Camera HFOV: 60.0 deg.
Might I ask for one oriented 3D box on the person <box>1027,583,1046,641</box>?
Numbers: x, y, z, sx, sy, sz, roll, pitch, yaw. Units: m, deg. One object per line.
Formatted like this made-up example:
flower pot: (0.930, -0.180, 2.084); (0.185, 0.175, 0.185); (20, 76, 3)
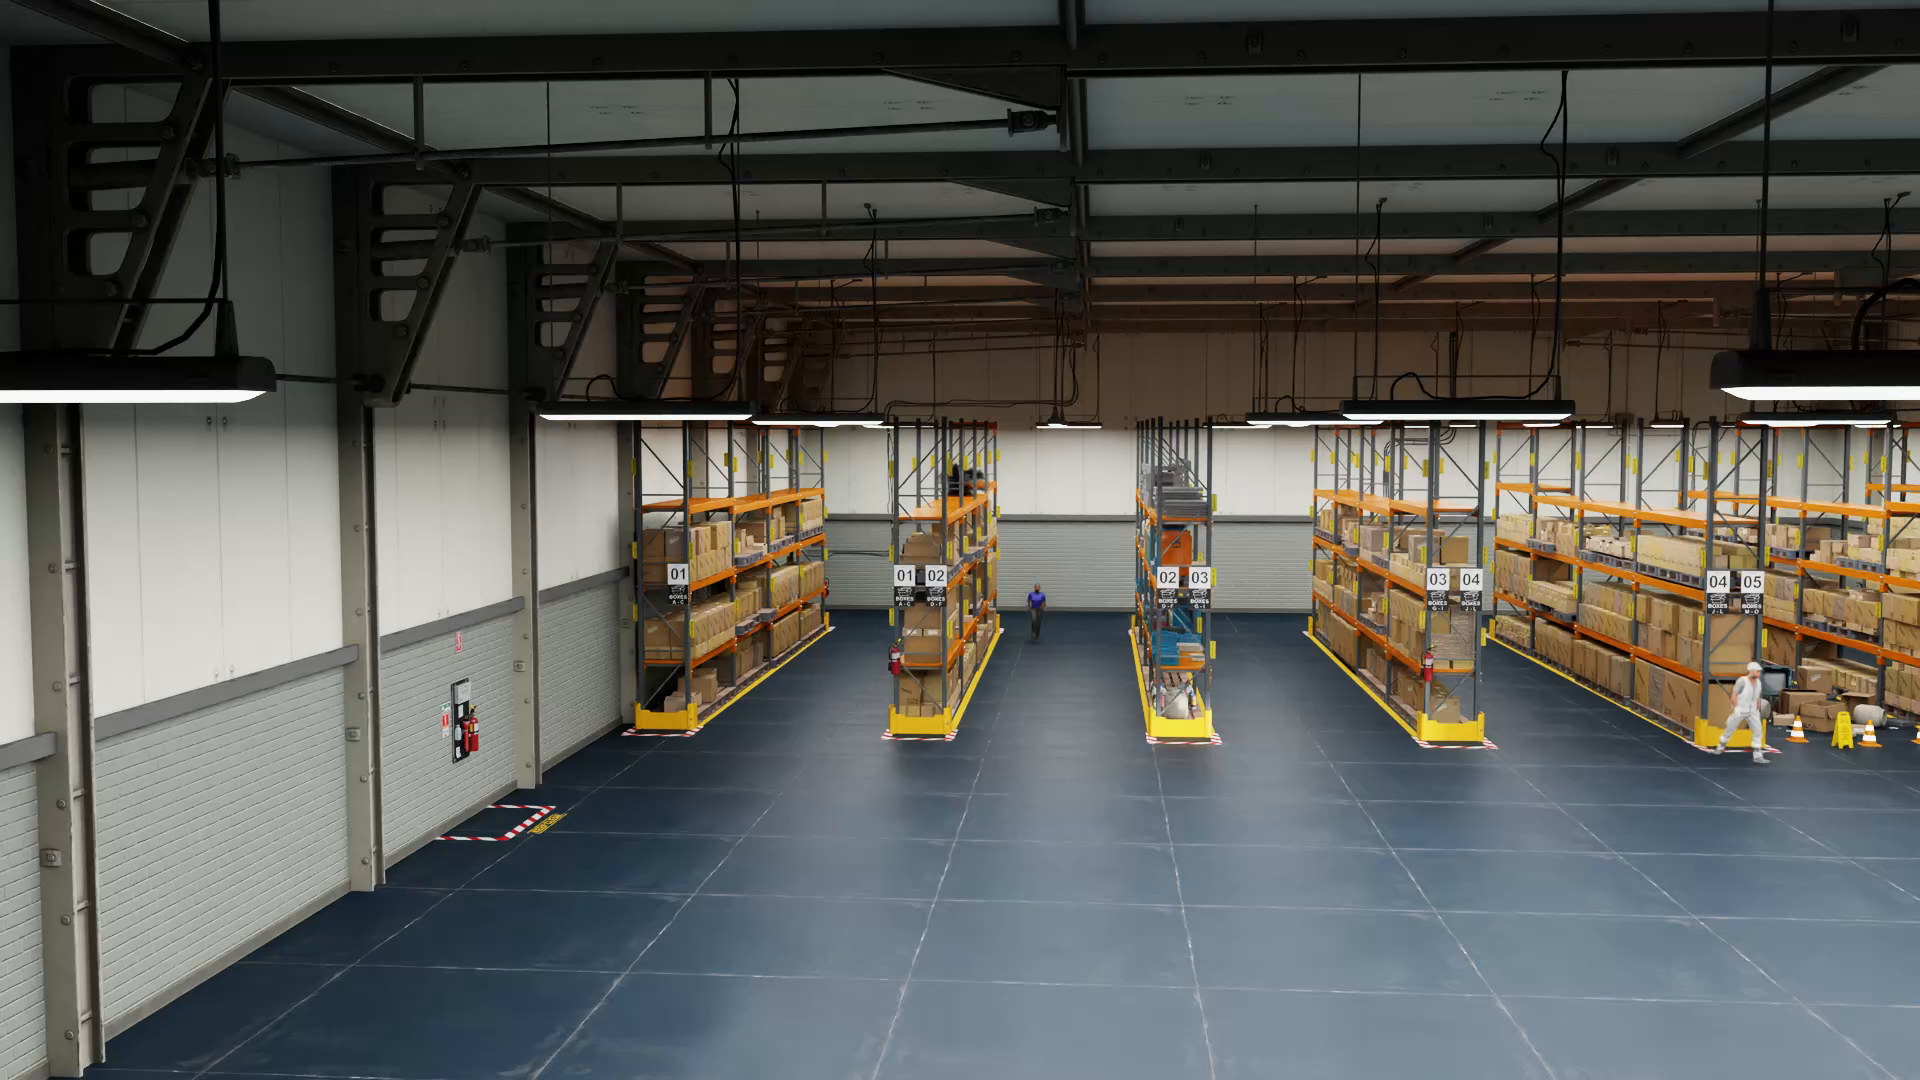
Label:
person: (2.079, 1.963, 44.921); (0.474, 1.596, 0.803); (0, 4, -5)

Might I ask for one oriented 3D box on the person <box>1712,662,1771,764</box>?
person: (13.605, 2.967, 28.870); (0.697, 1.728, 0.997); (-1, 4, -15)
